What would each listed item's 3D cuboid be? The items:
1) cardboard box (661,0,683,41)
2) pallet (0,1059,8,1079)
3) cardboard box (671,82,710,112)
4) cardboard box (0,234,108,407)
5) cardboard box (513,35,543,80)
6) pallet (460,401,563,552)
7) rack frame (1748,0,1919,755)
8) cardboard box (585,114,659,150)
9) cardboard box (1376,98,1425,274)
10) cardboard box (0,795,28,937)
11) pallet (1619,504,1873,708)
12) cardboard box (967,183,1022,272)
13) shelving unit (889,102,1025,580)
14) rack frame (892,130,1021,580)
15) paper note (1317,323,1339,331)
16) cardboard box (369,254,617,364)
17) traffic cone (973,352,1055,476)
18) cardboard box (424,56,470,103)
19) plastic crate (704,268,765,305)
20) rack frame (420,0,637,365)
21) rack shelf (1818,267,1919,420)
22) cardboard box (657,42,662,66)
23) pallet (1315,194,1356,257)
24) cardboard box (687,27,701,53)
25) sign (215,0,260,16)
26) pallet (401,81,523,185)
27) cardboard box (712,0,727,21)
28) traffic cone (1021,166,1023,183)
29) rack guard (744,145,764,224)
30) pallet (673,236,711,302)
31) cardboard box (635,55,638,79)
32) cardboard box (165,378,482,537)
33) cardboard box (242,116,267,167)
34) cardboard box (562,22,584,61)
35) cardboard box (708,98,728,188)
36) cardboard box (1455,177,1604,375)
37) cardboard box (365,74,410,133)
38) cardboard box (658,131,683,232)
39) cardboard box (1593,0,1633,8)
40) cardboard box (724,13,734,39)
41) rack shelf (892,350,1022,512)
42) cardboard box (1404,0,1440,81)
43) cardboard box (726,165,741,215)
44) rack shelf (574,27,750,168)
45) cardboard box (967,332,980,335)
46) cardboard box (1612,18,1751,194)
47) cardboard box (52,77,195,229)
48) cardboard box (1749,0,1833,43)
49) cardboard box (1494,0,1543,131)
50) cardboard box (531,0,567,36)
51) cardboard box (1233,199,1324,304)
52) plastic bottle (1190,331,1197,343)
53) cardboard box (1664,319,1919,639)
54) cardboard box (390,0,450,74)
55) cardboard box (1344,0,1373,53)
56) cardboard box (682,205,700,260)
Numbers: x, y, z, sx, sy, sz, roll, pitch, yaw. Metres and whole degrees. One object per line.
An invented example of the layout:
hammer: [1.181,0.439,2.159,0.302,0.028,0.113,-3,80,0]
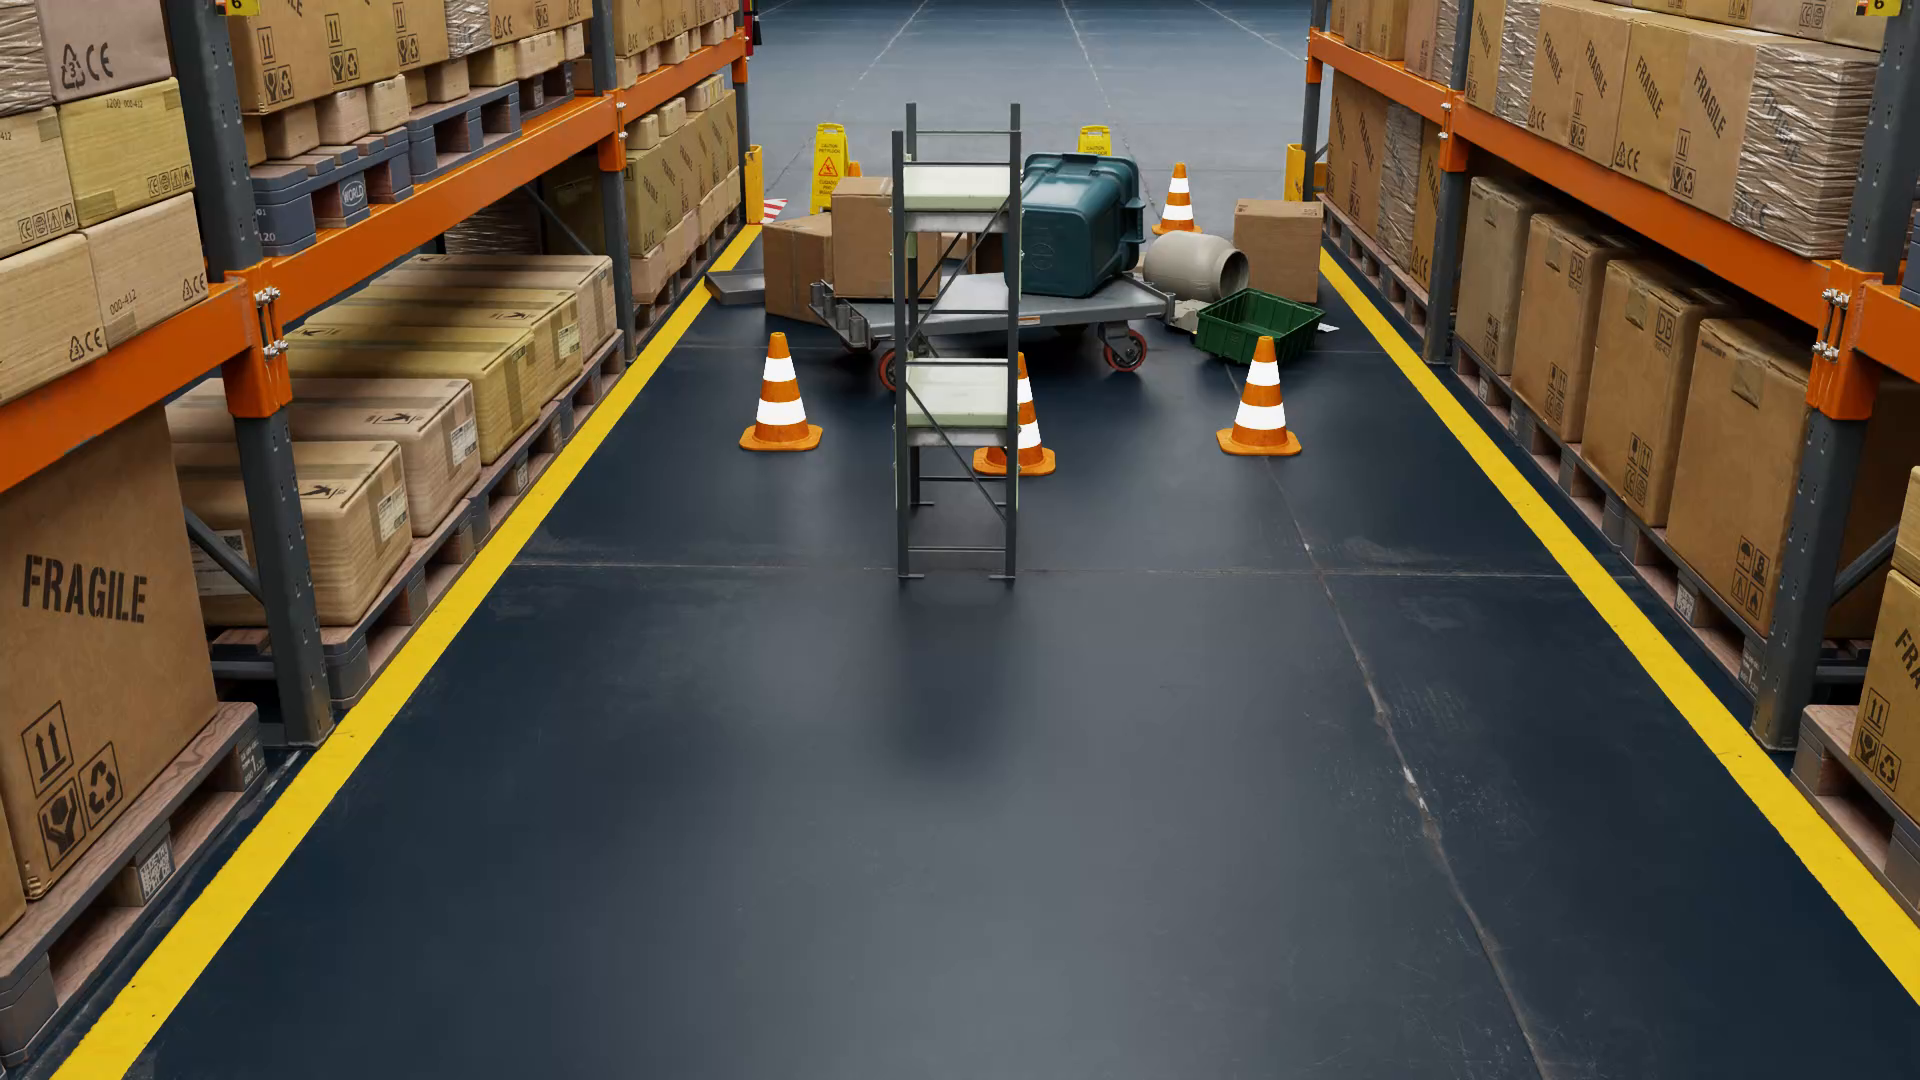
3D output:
cardboard box: [-1.817,-3.002,9.069,0.500,0.500,0.500,0,21,1]
pallet: [-2.390,1.173,2.713,1.003,0.211,1.213,1,21,2]
cardboard box: [-1.736,-2.697,10.121,0.380,0.149,0.250,2,21,4]
cardboard box: [-2.007,-0.410,3.147,0.500,0.250,0.500,1,21,3]
cardboard box: [-1.871,-1.906,6.561,0.380,0.149,0.250,1,21,2]
pallet: [-2.186,-0.273,6.442,1.003,0.211,1.213,1,21,2]
rack frame: [2.700,-0.833,4.029,1.000,3.000,0.127,1,21,2]
cardboard box: [-1.778,-2.118,8.628,0.380,0.149,0.250,1,21,2]
cardboard box: [2.934,-2.037,9.489,0.875,0.875,0.875,1,21,2]
cardboard box: [-2.386,0.515,2.911,0.875,0.875,0.875,1,21,2]
pallet: [2.799,0.183,5.266,1.003,0.211,1.213,1,21,2]
cardboard box: [0.470,-1.917,10.273,0.797,0.503,0.637,-16,26,-35]
shelving unit: [0.000,-0.702,5.764,0.431,1.500,0.755,1,21,2]
rack frame: [-0.011,-0.569,5.423,0.400,1.500,0.023,1,21,2]
paper note: [1.937,-1.148,8.946,0.147,0.020,0.142,-16,26,-35]
cardboard box: [-2.143,-1.078,7.713,0.950,0.372,0.625,1,21,2]
traffic cone: [0.223,-0.535,6.768,0.336,0.463,0.334,1,21,2]
cardboard box: [-1.957,-1.629,5.847,0.380,0.149,0.250,1,21,3]
plastic crate: [-1.262,-1.495,9.770,0.402,0.080,0.583,-7,22,-17]
rack frame: [-2.129,-2.297,7.803,1.000,3.000,0.127,1,21,2]
rack shelf: [2.639,0.226,2.295,1.077,0.370,4.000,1,21,2]
cardboard box: [-1.846,-2.664,9.097,0.380,0.149,0.250,1,21,1]
pallet: [2.997,-2.135,11.241,1.003,0.211,1.213,1,21,2]
cardboard box: [-1.774,-3.026,10.027,0.380,0.149,0.250,0,21,1]
sign: [-1.696,-1.386,3.853,0.100,0.325,0.005,1,21,2]
pallet: [-2.232,-1.478,5.956,1.003,0.211,1.213,1,21,2]
cardboard box: [-1.768,-3.548,10.478,0.500,0.500,0.500,1,21,2]
traffic cone: [0.389,-2.502,11.837,0.336,0.463,0.334,1,21,2]
rack guard: [-2.010,-2.551,11.911,1.175,0.500,0.348,1,21,2]
pallet: [-2.110,-1.683,10.074,1.003,0.211,1.213,1,21,2]
cardboard box: [-1.843,-2.382,8.369,0.380,0.149,0.250,1,21,3]
cardboard box: [-2.209,-0.293,5.689,0.950,0.372,0.625,0,21,1]
cardboard box: [-2.055,-1.045,4.342,0.380,0.149,0.250,-1,21,-1]
cardboard box: [-1.869,-2.187,7.285,0.380,0.149,0.250,1,21,2]
cardboard box: [-1.784,-2.526,10.575,0.500,0.500,0.500,1,21,4]
cardboard box: [2.893,-1.201,7.506,1.050,0.750,0.750,1,21,1]
cardboard box: [-1.929,-1.345,5.114,0.380,0.149,0.250,1,21,2]
cardboard box: [-1.837,-1.965,9.130,0.500,0.500,0.500,1,21,4]
cardboard box: [2.783,-2.244,6.144,0.700,0.500,0.500,1,21,2]
cardboard box: [-1.702,-3.396,10.982,0.380,0.149,0.250,0,21,1]
rack shelf: [0.000,-0.398,5.882,0.431,0.370,0.720,1,21,2]
cardboard box: [2.815,-2.682,8.587,0.875,0.550,0.550,1,21,2]
cardboard box: [-1.764,-2.353,11.168,0.500,0.250,0.500,1,21,1]
rack shelf: [-2.068,-2.685,9.796,1.077,0.370,4.000,1,21,2]
cardboard box: [0.041,-1.293,8.995,0.258,0.266,0.396,-16,26,-35]
cardboard box: [2.477,-1.406,5.369,0.500,0.500,0.500,0,21,1]
cardboard box: [-2.012,-0.836,3.553,0.500,0.250,0.500,1,21,1]
cardboard box: [2.738,-1.691,4.719,0.700,0.500,0.500,0,21,1]
cardboard box: [2.522,-1.956,6.785,0.500,0.500,0.500,1,21,2]
cardboard box: [-1.928,-2.329,6.756,0.500,0.500,0.500,1,21,2]
cardboard box: [1.843,-1.688,9.684,0.500,0.500,0.500,4,22,11]
plastic bottle: [1.322,-1.026,8.588,0.133,0.061,0.283,-11,24,-26]
cardboard box: [2.808,-0.199,4.925,1.050,0.750,0.750,0,21,1]
cardboard box: [-1.988,-1.773,5.321,0.500,0.500,0.500,1,21,3]
cardboard box: [2.840,-3.261,10.078,0.875,0.550,0.550,1,21,2]
cardboard box: [-1.823,-1.806,9.758,0.500,0.250,0.500,0,21,1]
